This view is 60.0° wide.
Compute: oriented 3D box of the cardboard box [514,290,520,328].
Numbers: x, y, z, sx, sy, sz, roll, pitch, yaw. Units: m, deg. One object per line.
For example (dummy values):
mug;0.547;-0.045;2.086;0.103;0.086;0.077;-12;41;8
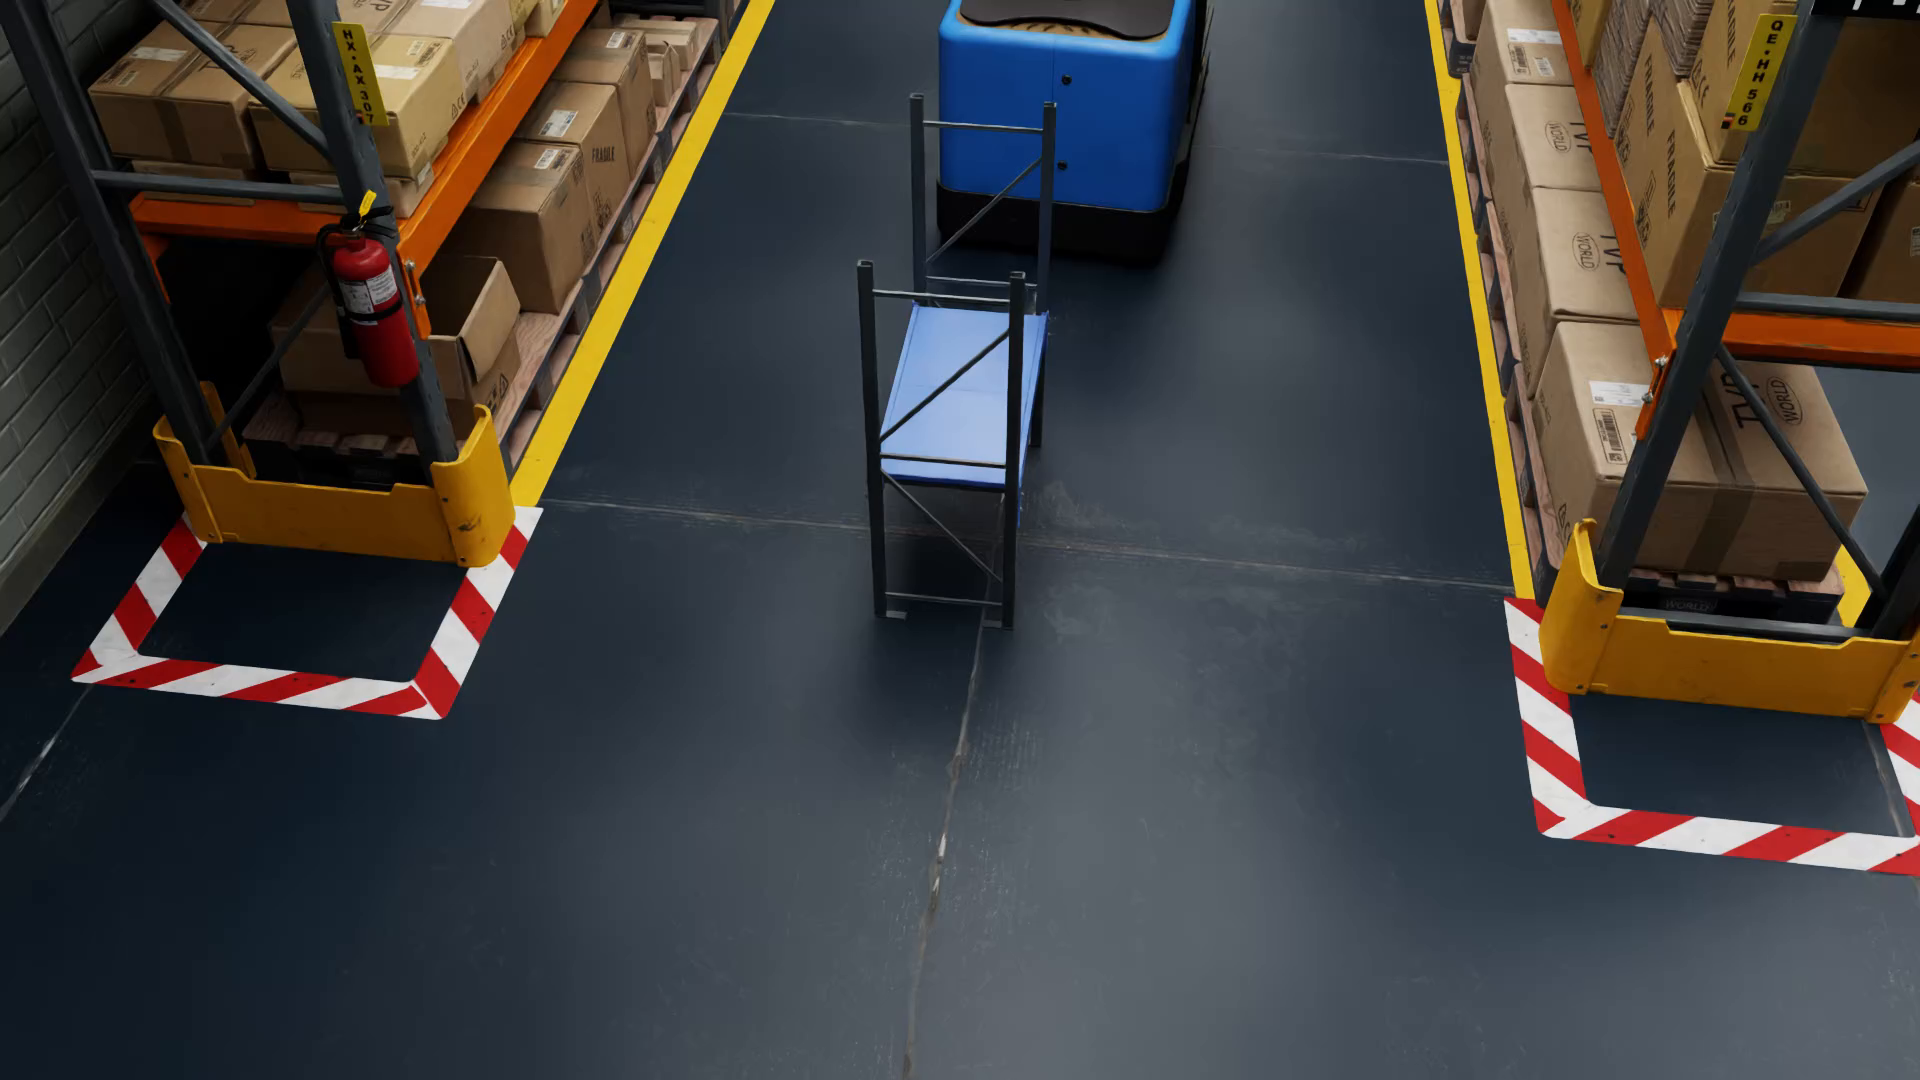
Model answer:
cardboard box;-2.029;-0.911;6.798;0.380;0.149;0.250;4;44;4

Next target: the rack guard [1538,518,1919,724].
rack guard;2.619;0.274;5.597;1.175;0.500;0.348;5;44;6

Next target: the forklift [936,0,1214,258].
forklift;0.699;-3.359;7.665;1.130;2.935;3.031;8;44;9

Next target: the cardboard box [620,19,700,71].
cardboard box;-1.553;-2.536;8.515;0.380;0.149;0.250;4;44;4

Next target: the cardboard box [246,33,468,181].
cardboard box;-1.972;-1.437;5.479;0.500;0.250;0.500;5;44;6

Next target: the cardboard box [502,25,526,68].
cardboard box;-1.872;-1.915;6.273;0.380;0.149;0.250;6;44;6

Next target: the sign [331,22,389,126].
sign;-1.761;-1.364;4.879;0.100;0.325;0.005;5;44;6

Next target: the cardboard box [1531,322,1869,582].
cardboard box;2.610;-0.331;5.976;0.875;0.438;0.875;4;44;4

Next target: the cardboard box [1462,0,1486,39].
cardboard box;3.153;-3.187;8.674;0.875;0.875;0.875;6;44;7

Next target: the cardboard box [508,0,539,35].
cardboard box;-1.842;-2.127;6.207;0.500;0.250;0.500;4;44;5

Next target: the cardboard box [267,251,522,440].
cardboard box;-2.124;-0.753;6.374;0.797;0.503;0.637;4;44;4

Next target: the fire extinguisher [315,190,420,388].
fire extinguisher;-1.860;-0.793;5.234;0.296;0.674;0.183;5;44;6

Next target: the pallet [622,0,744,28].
pallet;-1.700;-3.370;9.656;1.003;0.211;1.213;5;44;6

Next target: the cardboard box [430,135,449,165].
cardboard box;-1.996;-1.384;5.713;0.380;0.149;0.250;6;44;7

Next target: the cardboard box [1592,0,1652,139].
cardboard box;2.563;-1.732;5.824;0.500;0.500;0.500;6;44;7

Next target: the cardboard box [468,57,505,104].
cardboard box;-1.901;-1.733;6.082;0.380;0.149;0.250;7;44;7

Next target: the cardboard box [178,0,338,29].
cardboard box;-2.432;-1.842;5.906;0.500;0.250;0.500;5;44;6

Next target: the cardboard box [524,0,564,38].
cardboard box;-1.764;-2.080;6.448;0.380;0.149;0.250;4;44;4

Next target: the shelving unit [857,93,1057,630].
shelving unit;0.011;-0.603;5.796;0.538;1.500;1.048;5;44;6

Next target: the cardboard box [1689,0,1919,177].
cardboard box;2.450;-1.400;4.747;0.500;0.500;0.500;7;44;7

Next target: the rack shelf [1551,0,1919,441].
rack shelf;2.886;-1.752;6.442;1.077;0.370;4.000;5;44;6

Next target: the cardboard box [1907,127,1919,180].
cardboard box;2.968;-1.351;4.695;0.500;0.500;0.500;4;44;5

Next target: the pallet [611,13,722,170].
pallet;-1.862;-2.344;8.573;1.003;0.211;1.213;5;44;6

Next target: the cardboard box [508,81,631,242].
cardboard box;-1.803;-1.682;7.358;0.500;0.500;0.500;6;44;6

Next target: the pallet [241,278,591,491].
pallet;-2.184;-0.682;6.817;1.003;0.211;1.213;5;44;6

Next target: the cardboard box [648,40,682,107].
cardboard box;-1.600;-2.335;8.218;0.396;0.266;0.258;7;44;7

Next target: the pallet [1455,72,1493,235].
pallet;2.973;-1.853;8.053;1.003;0.211;1.213;5;44;6

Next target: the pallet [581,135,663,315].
pallet;-2.021;-1.511;7.692;1.003;0.211;1.213;5;44;6

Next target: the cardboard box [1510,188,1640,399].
cardboard box;2.723;-0.956;6.636;0.875;0.438;0.875;6;44;7

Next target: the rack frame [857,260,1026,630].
rack frame;-0.056;-0.256;5.430;0.500;1.500;0.032;5;44;6

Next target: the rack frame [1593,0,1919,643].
rack frame;2.622;-0.650;4.755;1.000;3.000;0.127;5;44;6

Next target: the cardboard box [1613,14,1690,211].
cardboard box;2.504;-1.380;5.453;0.500;0.500;0.500;4;44;5

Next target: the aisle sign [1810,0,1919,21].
aisle sign;2.305;-1.573;3.839;0.394;0.787;0.004;5;44;6

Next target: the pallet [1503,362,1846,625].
pallet;2.650;-0.190;6.297;1.003;0.211;1.213;5;44;6

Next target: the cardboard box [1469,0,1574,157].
cardboard box;2.961;-2.180;7.929;0.875;0.438;0.875;5;44;5

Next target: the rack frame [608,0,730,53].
rack frame;-1.770;-3.825;8.108;1.000;3.000;0.127;5;44;6

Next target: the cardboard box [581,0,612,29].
cardboard box;-2.092;-2.572;8.435;0.500;0.311;0.500;7;44;7

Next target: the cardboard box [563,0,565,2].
cardboard box;-1.749;-2.262;6.640;0.380;0.149;0.250;6;44;6

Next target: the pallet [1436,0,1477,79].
pallet;3.178;-2.897;9.156;1.003;0.211;1.213;5;44;6

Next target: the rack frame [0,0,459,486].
rack frame;-2.299;-1.099;5.229;1.000;3.000;0.127;5;44;6

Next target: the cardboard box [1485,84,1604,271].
cardboard box;2.843;-1.570;7.285;0.875;0.438;0.875;4;44;4

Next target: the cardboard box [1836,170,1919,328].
cardboard box;2.970;-0.988;5.039;0.500;0.500;0.500;5;44;5

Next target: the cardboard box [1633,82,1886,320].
cardboard box;2.423;-1.039;5.093;0.500;0.500;0.500;5;44;6

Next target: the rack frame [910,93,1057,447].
rack frame;0.078;-0.949;6.162;0.500;1.500;0.032;5;44;6

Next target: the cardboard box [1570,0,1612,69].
cardboard box;2.618;-2.085;6.197;0.500;0.500;0.500;6;44;7

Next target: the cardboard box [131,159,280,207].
cardboard box;-2.521;-1.258;5.580;0.380;0.149;0.250;5;44;5

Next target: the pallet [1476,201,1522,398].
pallet;2.814;-1.019;7.173;1.003;0.211;1.213;5;44;6

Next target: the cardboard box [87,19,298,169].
cardboard box;-2.501;-1.490;5.535;0.500;0.250;0.500;6;44;7

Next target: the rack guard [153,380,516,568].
rack guard;-2.289;-0.243;6.143;1.175;0.500;0.348;5;44;6

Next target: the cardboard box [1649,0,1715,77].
cardboard box;2.490;-1.759;5.126;0.500;0.500;0.500;5;44;6

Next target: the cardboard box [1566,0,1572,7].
cardboard box;2.686;-2.436;6.568;0.500;0.500;0.500;5;44;6

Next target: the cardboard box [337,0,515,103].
cardboard box;-1.905;-1.781;5.842;0.500;0.250;0.500;6;44;6

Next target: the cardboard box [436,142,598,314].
cardboard box;-1.972;-1.331;6.987;0.700;0.500;0.500;7;44;7

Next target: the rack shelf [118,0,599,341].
rack shelf;-2.034;-2.201;6.916;1.077;0.370;4.000;5;44;6

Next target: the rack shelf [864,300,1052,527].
rack shelf;0.011;-0.472;5.919;0.538;0.185;1.000;5;44;6

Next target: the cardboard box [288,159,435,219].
cardboard box;-1.983;-1.207;5.526;0.380;0.149;0.250;5;44;5

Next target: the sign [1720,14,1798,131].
sign;2.086;-1.216;4.338;0.100;0.325;0.005;5;44;6

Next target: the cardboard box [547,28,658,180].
cardboard box;-1.835;-2.039;7.734;0.700;0.500;0.500;4;44;4
